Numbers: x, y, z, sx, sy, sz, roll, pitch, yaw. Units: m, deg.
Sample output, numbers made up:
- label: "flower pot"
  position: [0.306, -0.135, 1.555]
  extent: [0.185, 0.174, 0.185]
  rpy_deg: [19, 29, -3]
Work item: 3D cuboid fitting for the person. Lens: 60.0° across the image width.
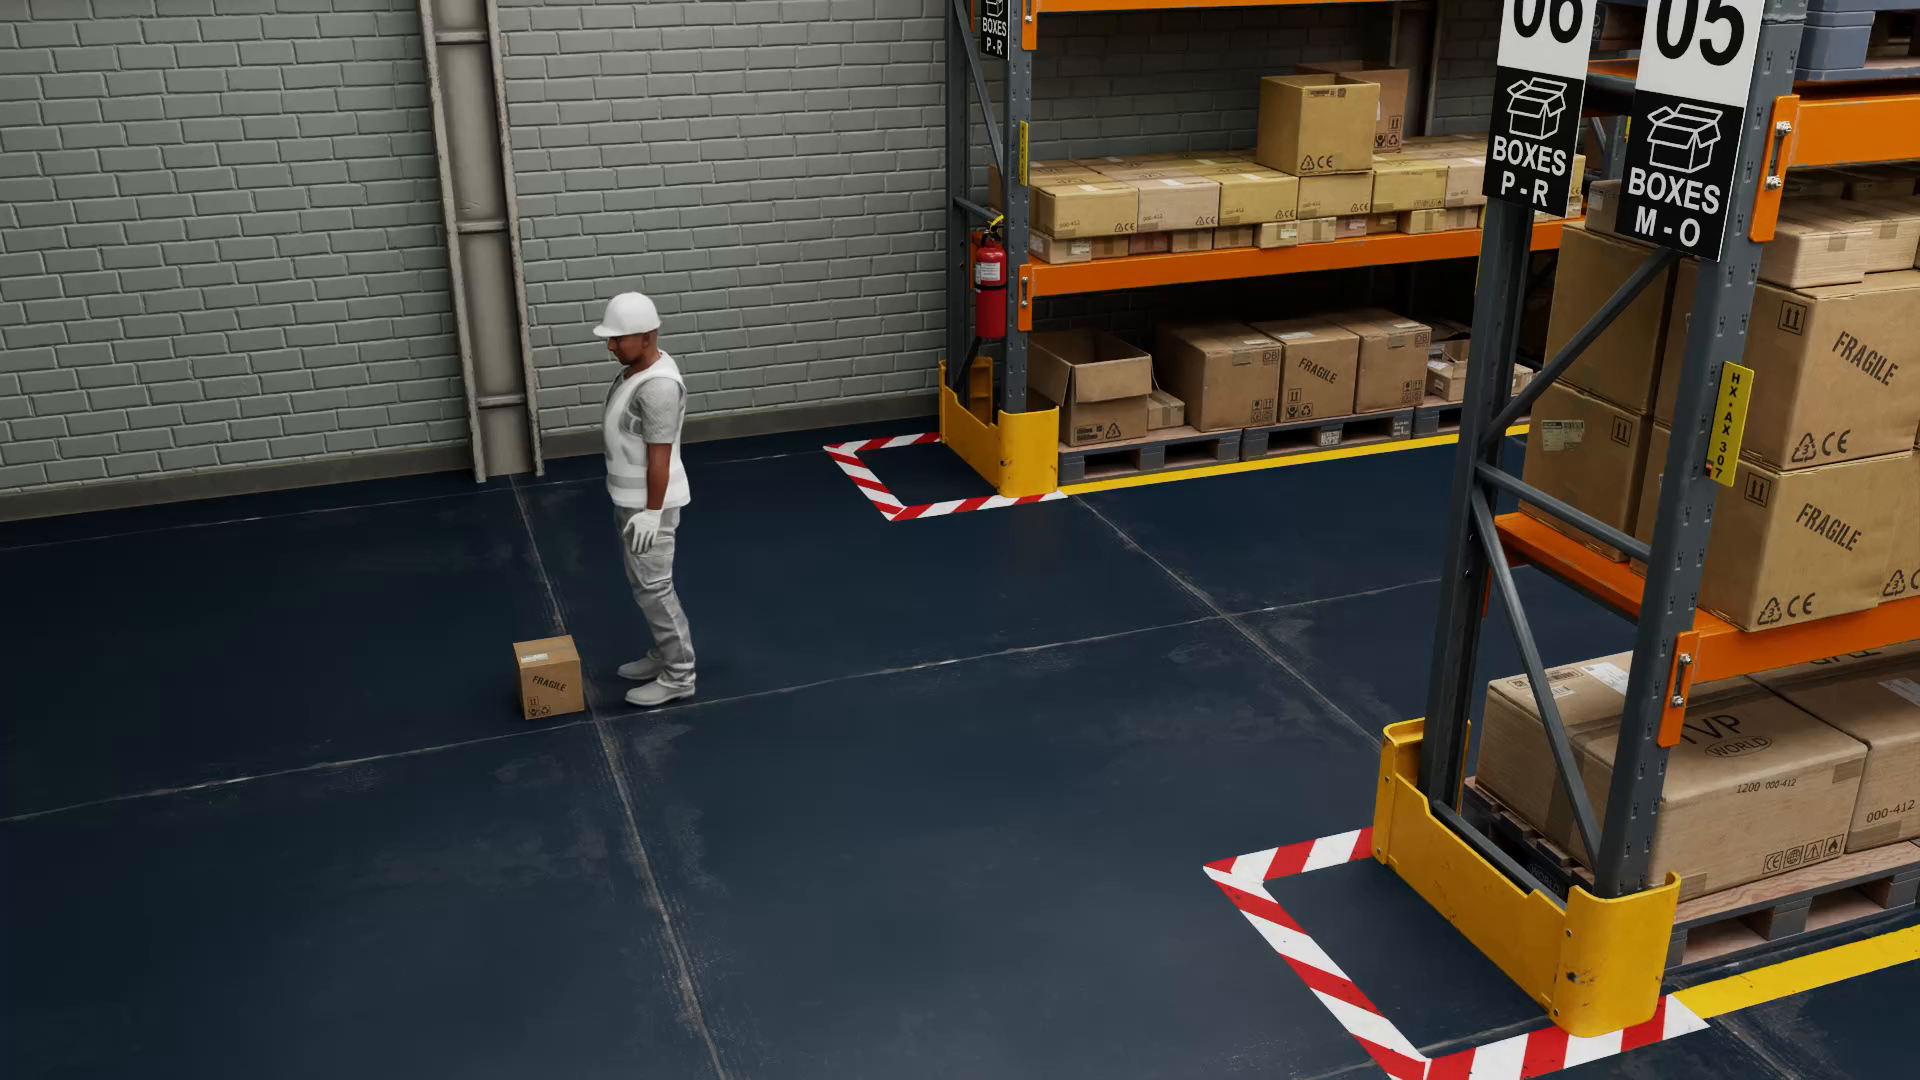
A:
- label: "person"
  position: [-1.310, -0.169, 6.989]
  extent: [0.360, 1.779, 0.548]
  rpy_deg: [-8, 24, -18]
